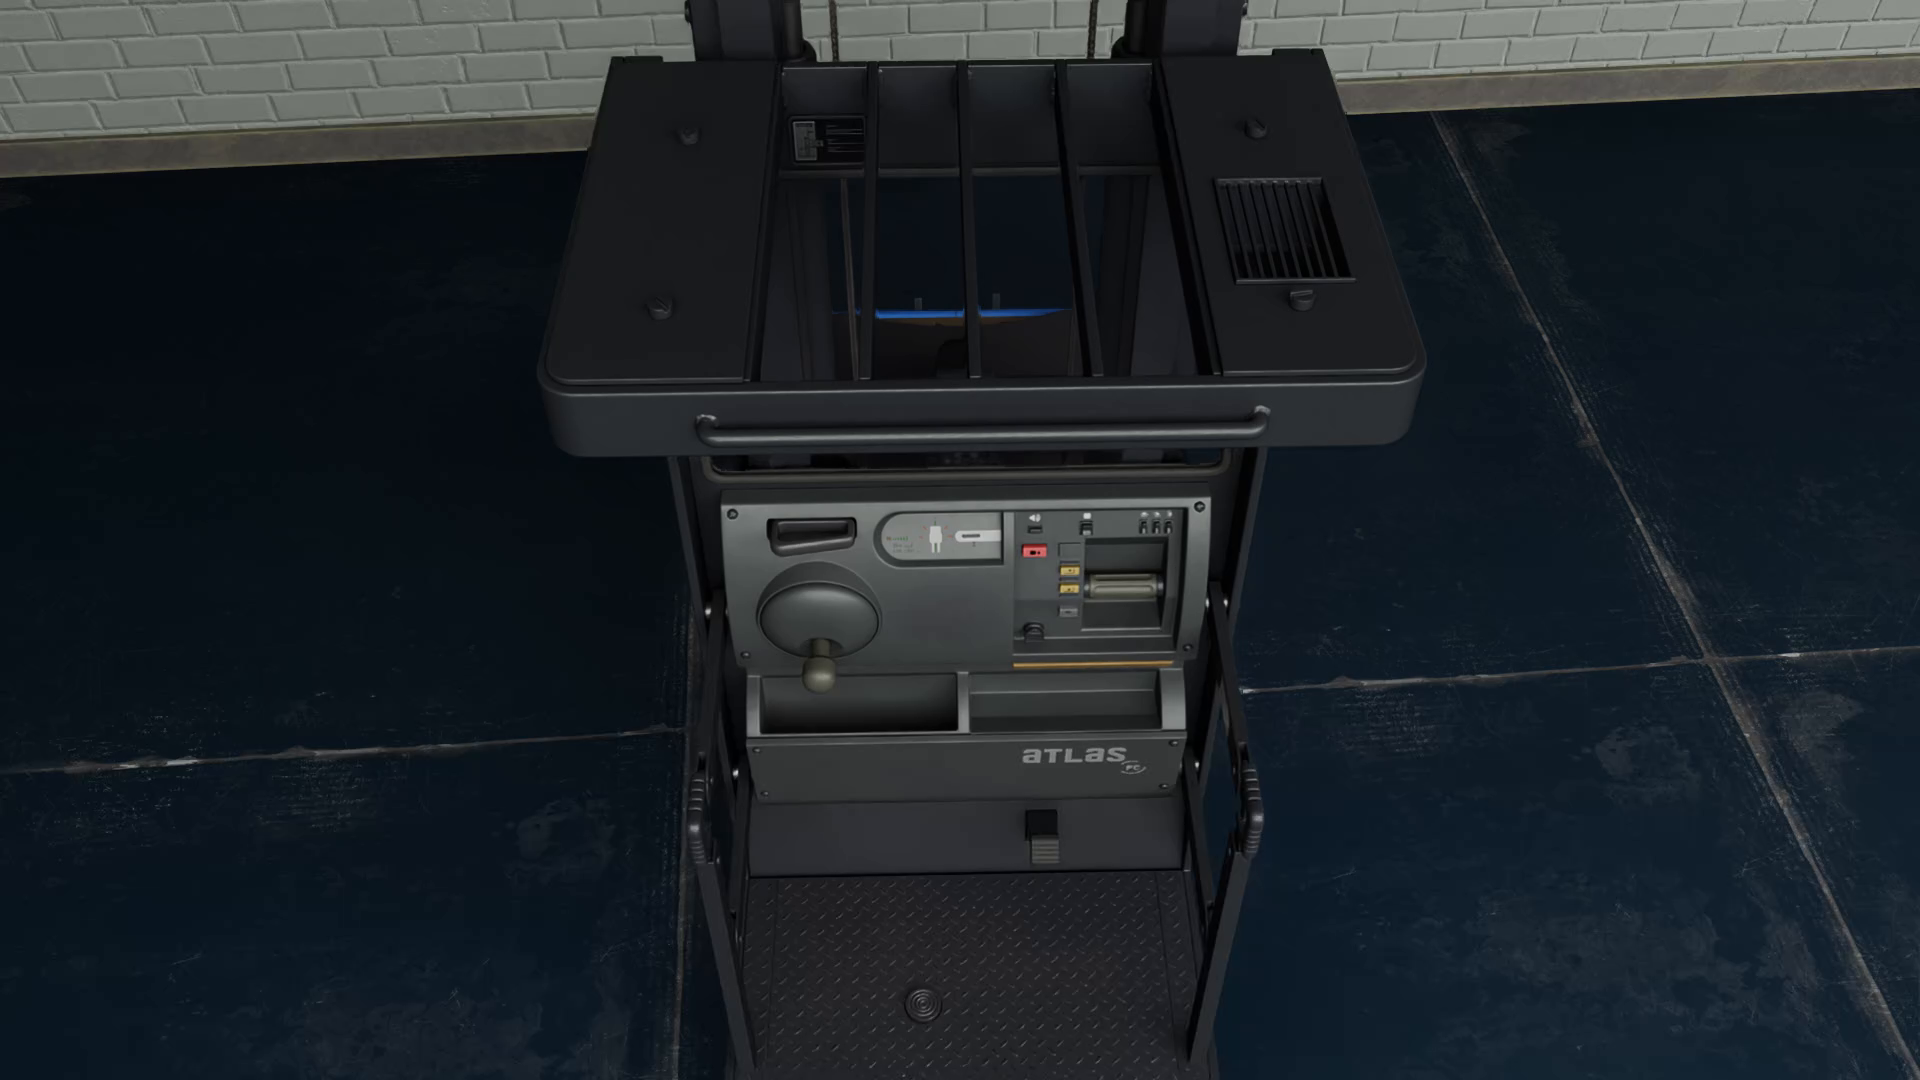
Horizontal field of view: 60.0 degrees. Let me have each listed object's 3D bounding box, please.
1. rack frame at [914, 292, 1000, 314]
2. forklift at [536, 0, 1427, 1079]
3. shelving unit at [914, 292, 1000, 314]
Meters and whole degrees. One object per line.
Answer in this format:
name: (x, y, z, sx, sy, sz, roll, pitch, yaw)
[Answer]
rack frame: (-0.008, -0.377, 4.987, 0.240, 0.900, 0.006, -3, 47, -3)
forklift: (0.020, 0.188, 3.053, 1.130, 2.935, 3.031, -1, 47, -1)
shelving unit: (0.001, -0.304, 4.918, 0.258, 0.900, 0.210, -3, 47, -3)
